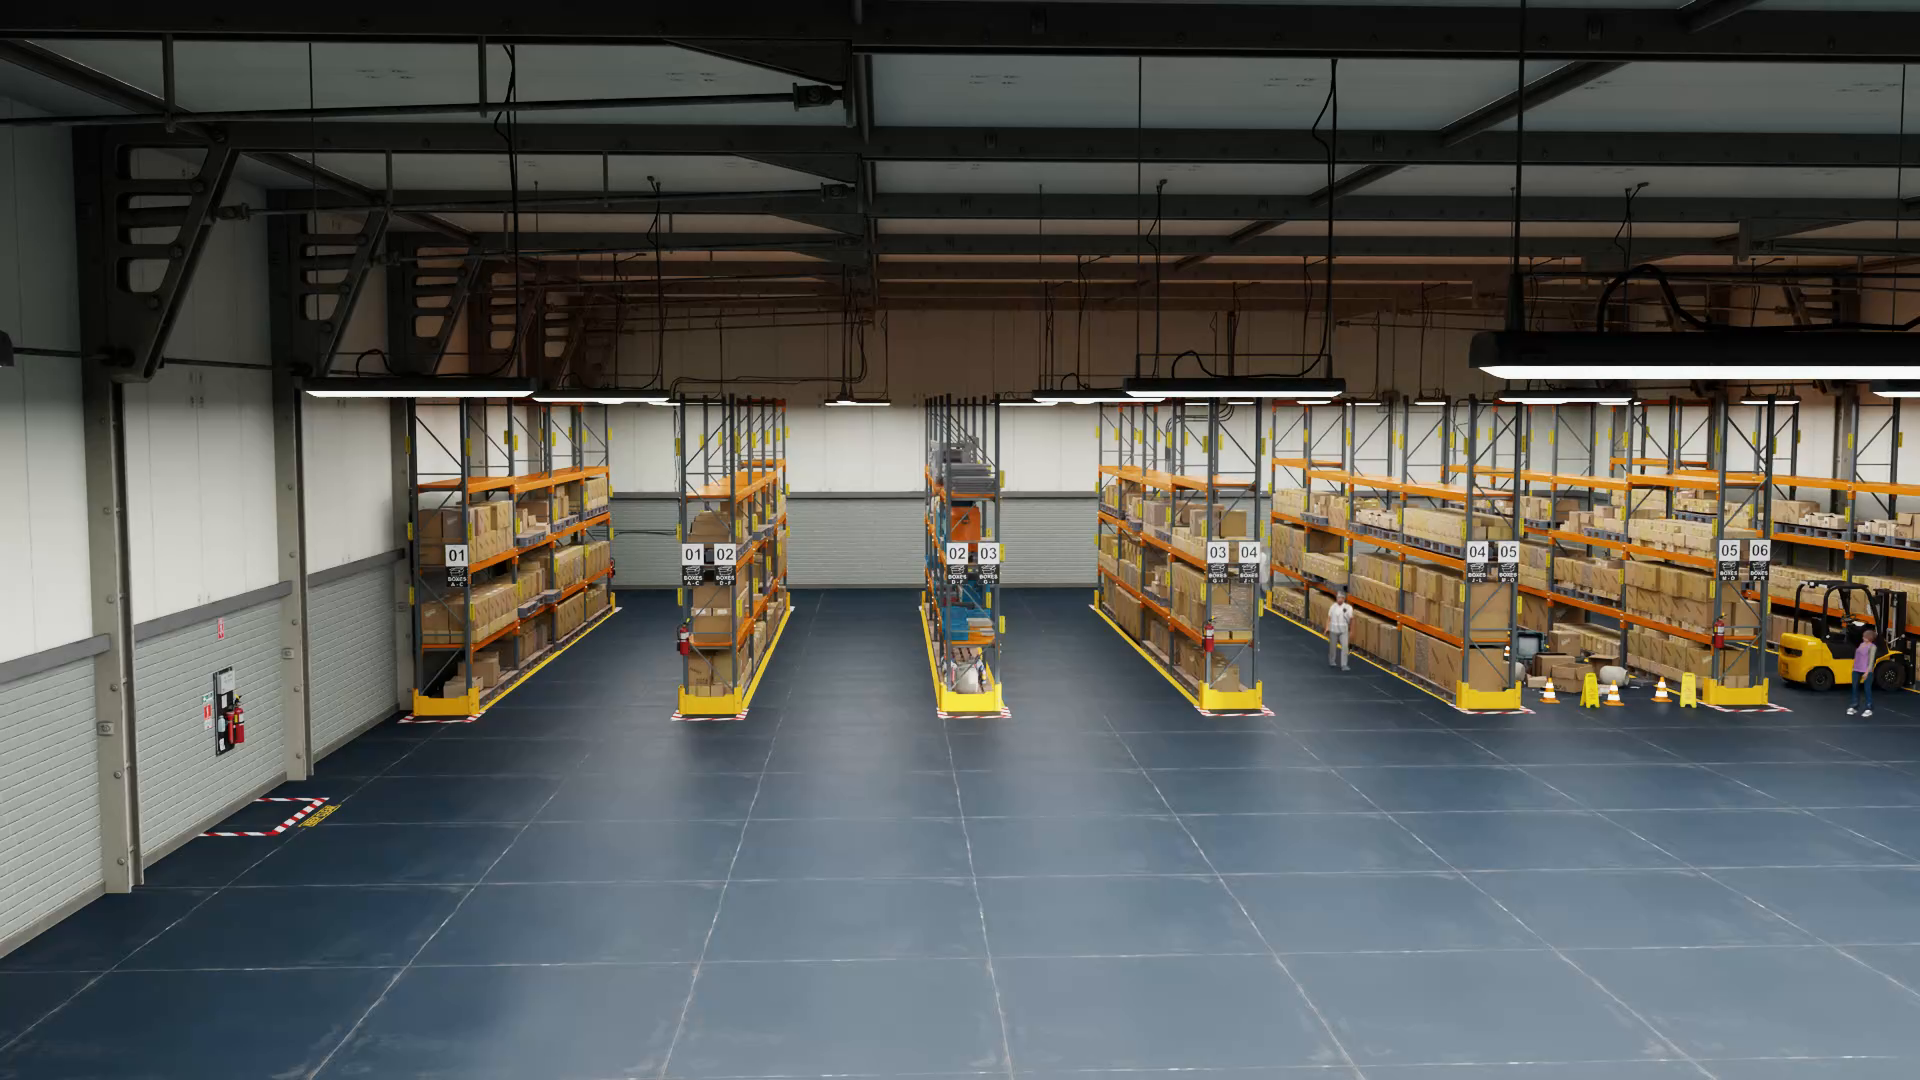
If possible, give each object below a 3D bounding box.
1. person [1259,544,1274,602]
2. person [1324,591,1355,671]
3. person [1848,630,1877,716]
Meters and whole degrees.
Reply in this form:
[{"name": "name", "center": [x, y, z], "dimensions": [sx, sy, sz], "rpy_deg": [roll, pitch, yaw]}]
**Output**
[{"name": "person", "center": [8.756, 1.021, 48.995], "dimensions": [1.129, 1.604, 0.734], "rpy_deg": [0, 5, 0]}, {"name": "person", "center": [8.302, 1.978, 36.410], "dimensions": [0.663, 1.732, 1.021], "rpy_deg": [0, 5, 3]}, {"name": "person", "center": [16.831, 2.476, 31.012], "dimensions": [0.389, 1.576, 0.453], "rpy_deg": [-2, 5, -26]}]
